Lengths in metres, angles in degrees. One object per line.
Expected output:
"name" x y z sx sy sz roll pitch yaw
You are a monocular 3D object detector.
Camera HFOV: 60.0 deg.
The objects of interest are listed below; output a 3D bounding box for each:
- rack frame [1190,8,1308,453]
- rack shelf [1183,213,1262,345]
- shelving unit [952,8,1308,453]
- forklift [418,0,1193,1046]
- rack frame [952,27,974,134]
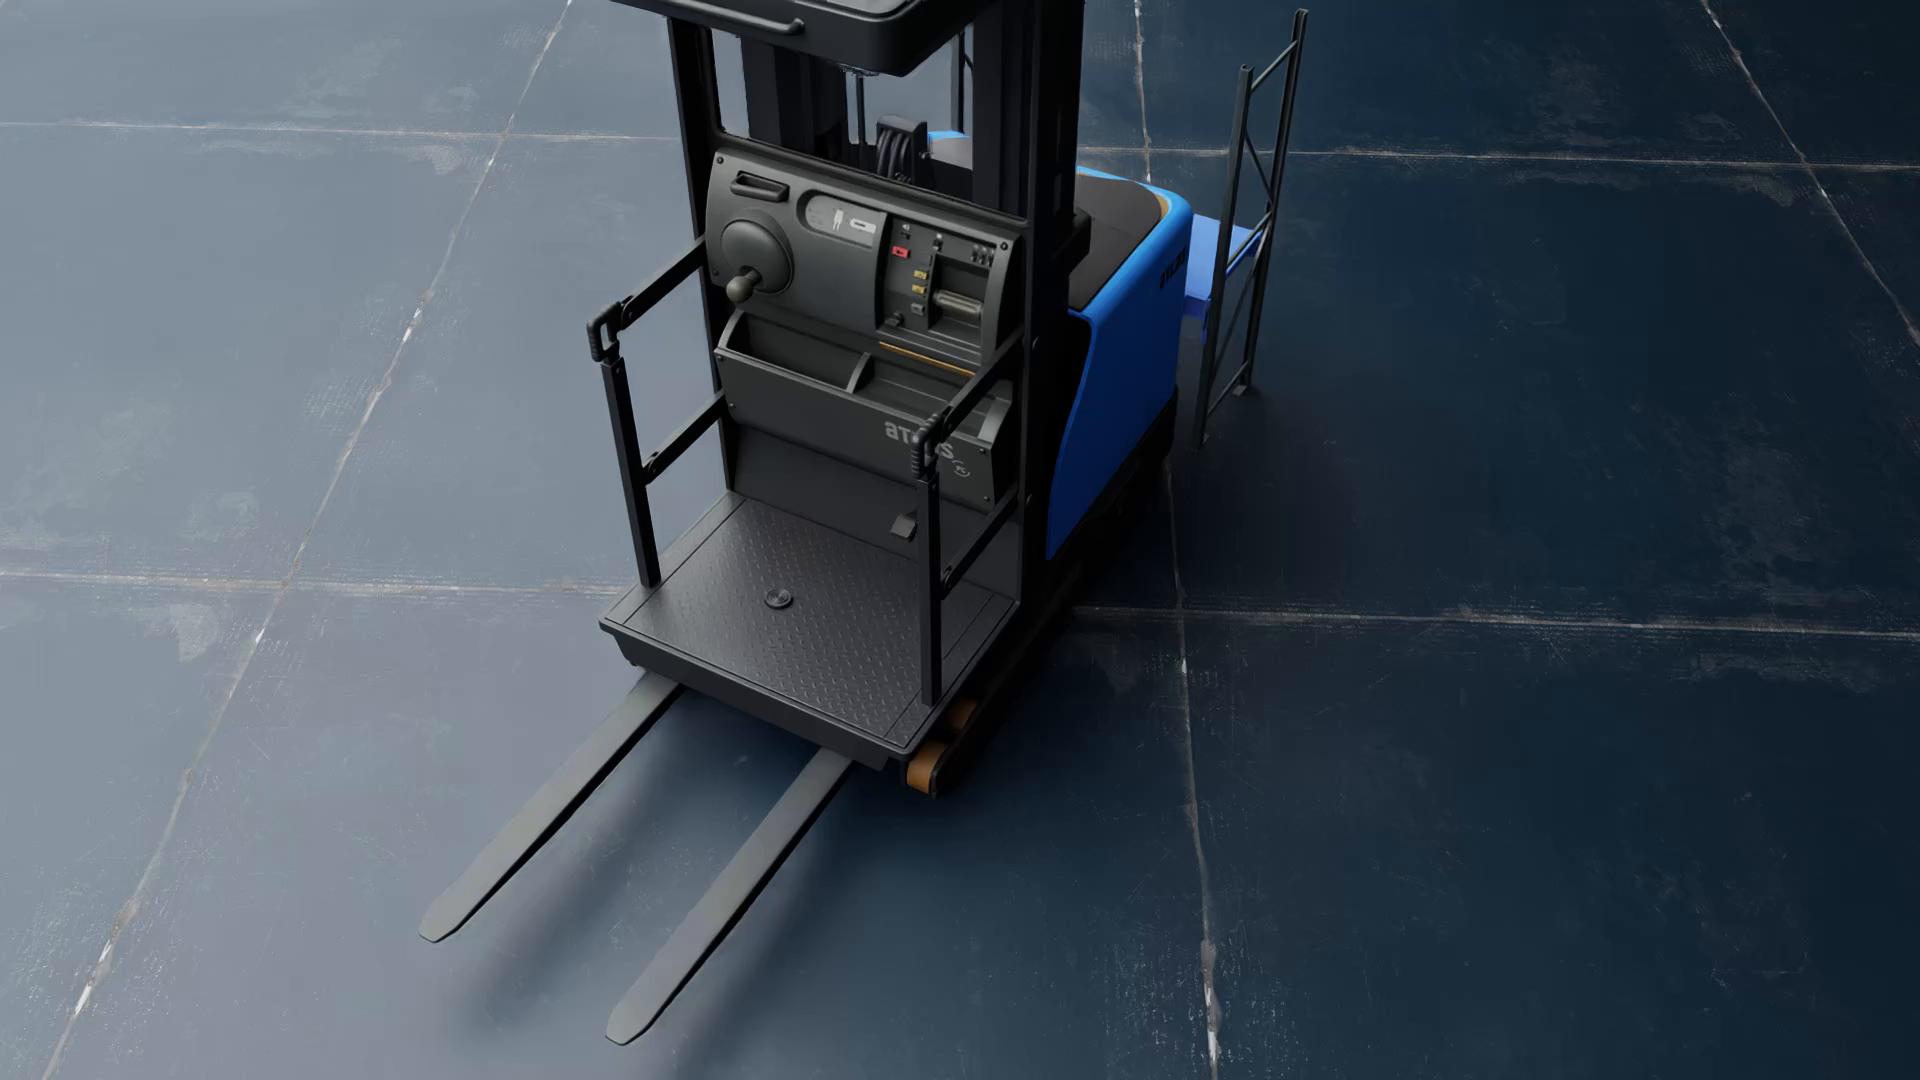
"rack frame" 0.987 -1.023 5.741 0.032 1.500 0.500 21 46 21
"rack shelf" 0.545 -1.063 6.048 1.000 0.185 0.538 21 46 21
"shelving unit" 0.546 -1.196 5.927 1.048 1.500 0.538 21 46 21
"forklift" -0.385 -0.678 4.327 1.130 2.935 3.031 21 47 21
"rack frame" 0.106 -1.369 6.113 0.032 1.500 0.500 21 46 21
